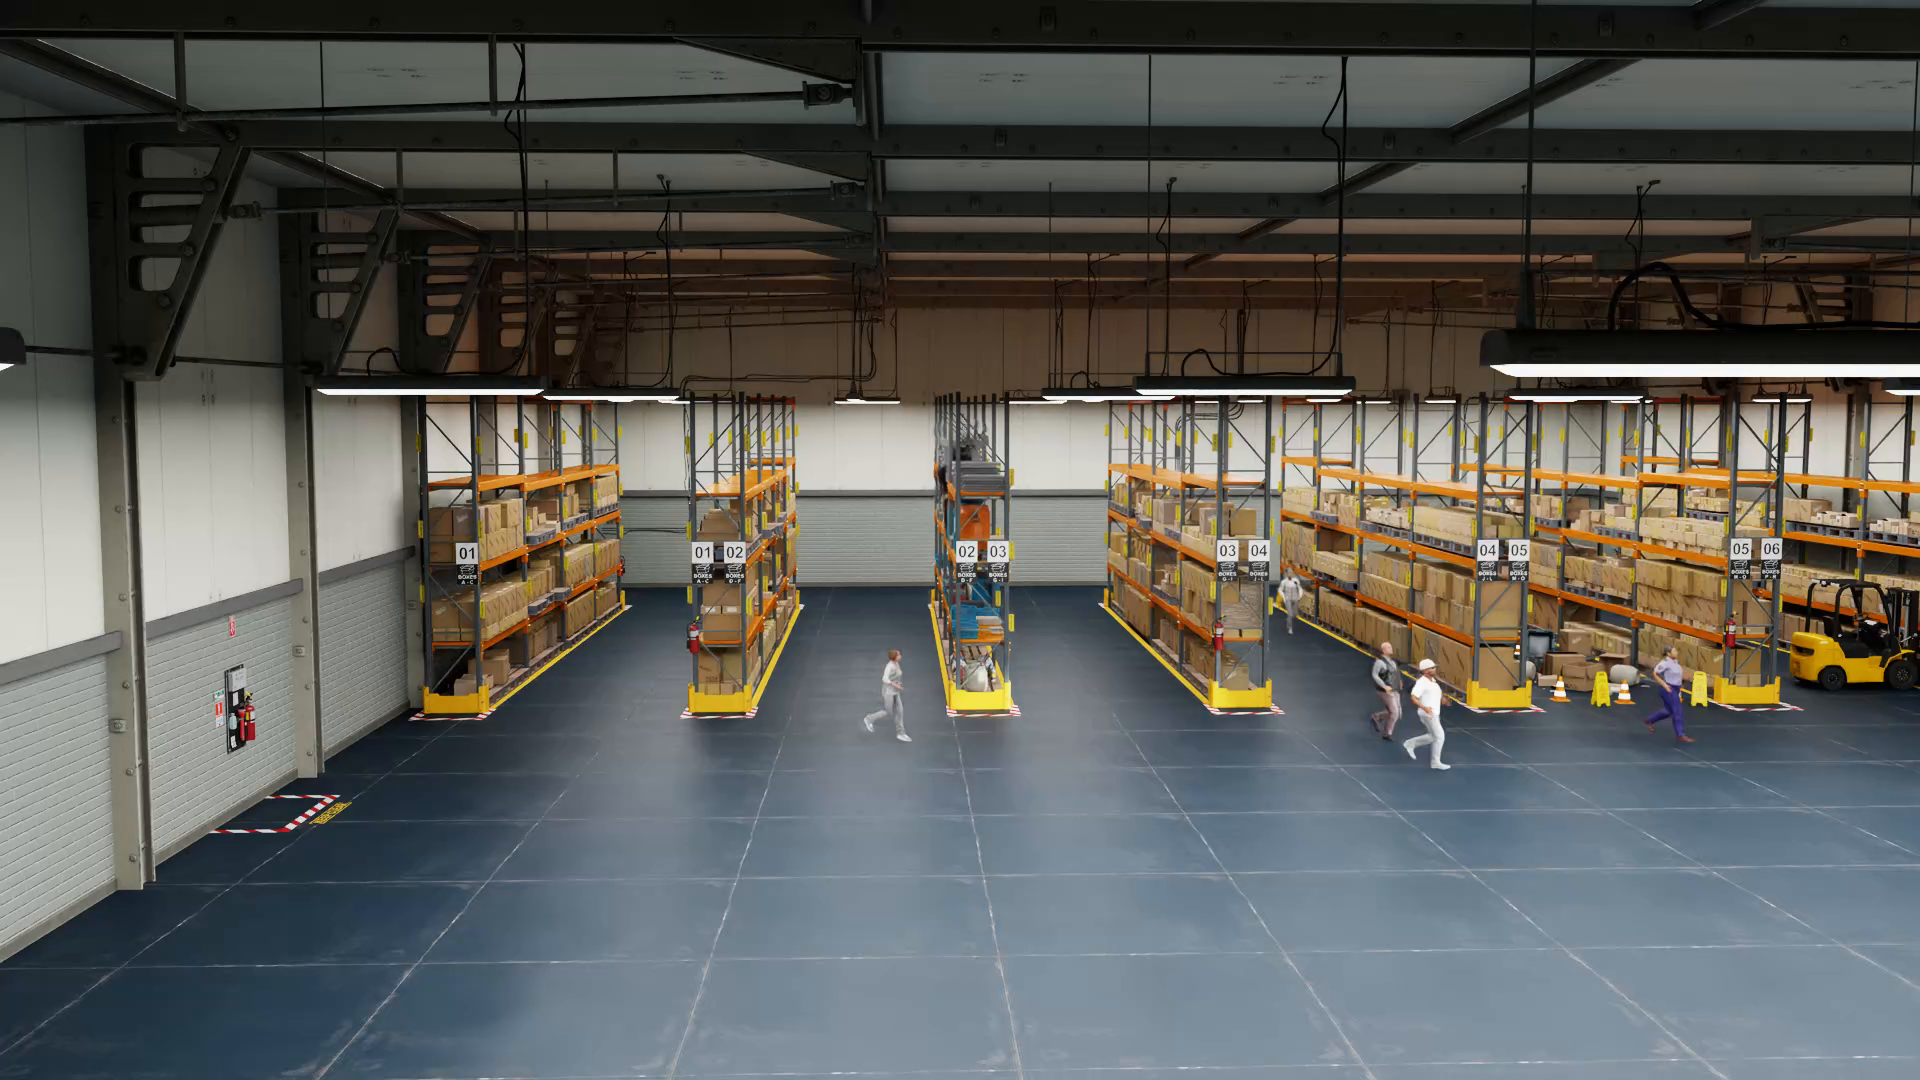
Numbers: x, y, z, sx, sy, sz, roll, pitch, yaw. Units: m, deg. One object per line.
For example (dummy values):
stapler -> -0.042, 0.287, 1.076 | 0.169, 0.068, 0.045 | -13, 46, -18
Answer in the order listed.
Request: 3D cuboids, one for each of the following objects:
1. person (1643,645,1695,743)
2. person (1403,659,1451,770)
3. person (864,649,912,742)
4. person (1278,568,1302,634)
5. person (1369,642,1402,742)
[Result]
person -> 12.177, 2.612, 28.526 | 0.899, 1.624, 0.614 | 4, 6, 40
person -> 7.393, 2.753, 26.331 | 0.795, 1.730, 0.712 | 3, 5, 31
person -> -1.226, 2.651, 28.576 | 0.878, 1.589, 0.565 | 1, 5, 16
person -> 8.381, 1.525, 42.185 | 0.616, 1.673, 0.538 | 0, 5, 1
person -> 7.309, 2.633, 28.614 | 0.570, 1.628, 0.660 | 4, 6, 43
